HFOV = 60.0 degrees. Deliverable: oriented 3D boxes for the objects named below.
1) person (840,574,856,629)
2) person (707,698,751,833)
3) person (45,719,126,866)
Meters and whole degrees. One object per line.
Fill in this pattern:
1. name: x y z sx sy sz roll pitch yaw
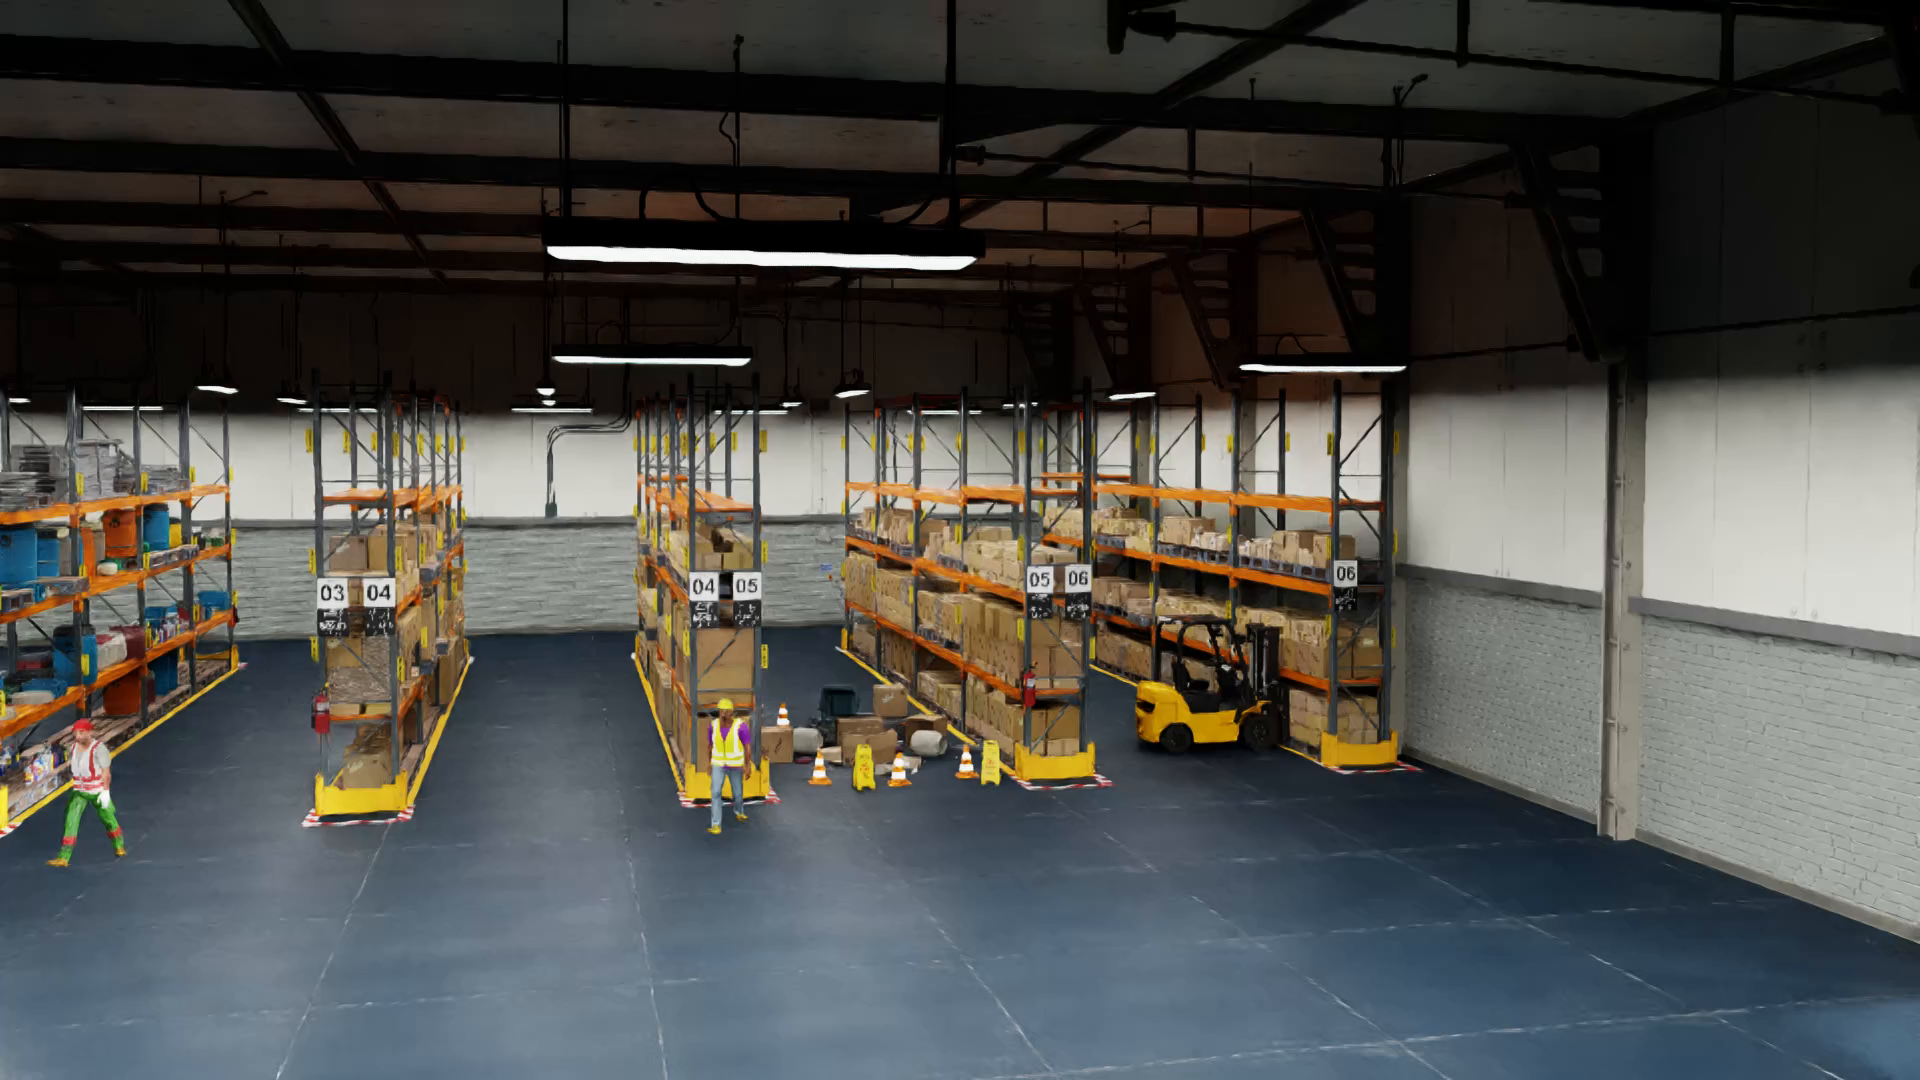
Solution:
1. person: -3.018 1.619 44.989 0.470 1.587 0.506 2 4 25
2. person: -2.995 2.898 21.558 0.599 1.728 0.936 0 3 2
3. person: -10.410 2.987 19.826 0.593 1.744 0.960 1 3 10
